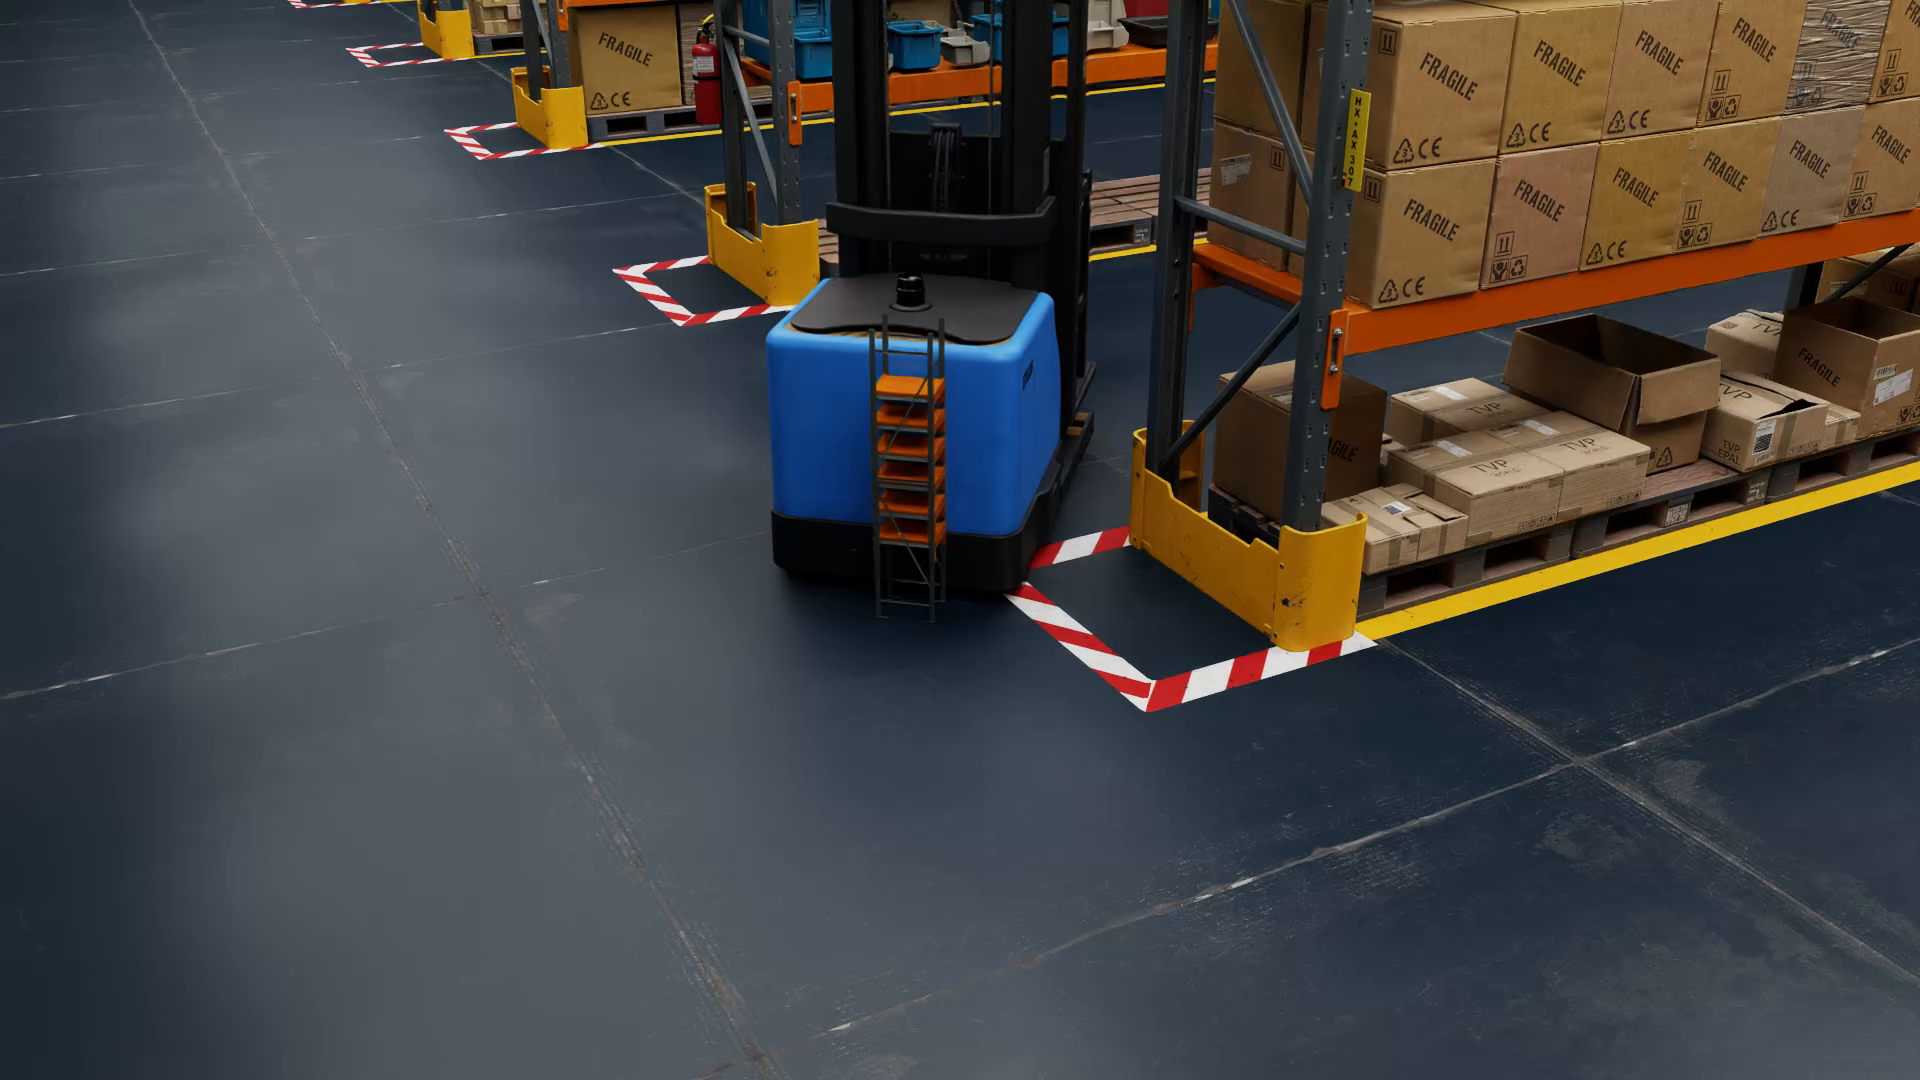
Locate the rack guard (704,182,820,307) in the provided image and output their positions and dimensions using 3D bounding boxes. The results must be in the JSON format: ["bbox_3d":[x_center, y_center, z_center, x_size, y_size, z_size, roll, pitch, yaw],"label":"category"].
[{"bbox_3d":[-1.273,-1.911,10.652,0.348,0.500,1.175,-13,29,-25],"label":"rack guard"}]

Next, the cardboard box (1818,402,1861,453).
[{"bbox_3d":[3.927,-0.559,7.735,0.250,0.149,0.380,-13,29,-25],"label":"cardboard box"}]

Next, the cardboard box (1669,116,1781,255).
[{"bbox_3d":[2.924,-1.499,6.792,0.500,0.500,0.500,-13,28,-24],"label":"cardboard box"}]

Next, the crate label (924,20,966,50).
[{"bbox_3d":[-0.127,-3.311,10.915,0.243,0.136,0.396,-13,29,-25],"label":"crate label"}]

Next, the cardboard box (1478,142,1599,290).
[{"bbox_3d":[2.038,-1.297,6.370,0.500,0.500,0.500,-13,29,-26],"label":"cardboard box"}]

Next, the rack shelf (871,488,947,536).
[{"bbox_3d":[-0.196,-0.111,6.475,0.258,0.103,0.180,6,26,11],"label":"rack shelf"}]

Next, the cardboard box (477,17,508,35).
[{"bbox_3d":[-5.221,-5.743,18.554,0.250,0.149,0.380,-12,28,-24],"label":"cardboard box"}]

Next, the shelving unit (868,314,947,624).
[{"bbox_3d":[-0.196,-0.259,6.404,0.258,1.200,0.189,6,26,11],"label":"shelving unit"}]

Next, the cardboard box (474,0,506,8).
[{"bbox_3d":[-5.212,-6.003,18.409,0.250,0.149,0.380,-14,29,-27],"label":"cardboard box"}]

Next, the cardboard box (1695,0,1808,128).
[{"bbox_3d":[2.934,-1.954,6.583,0.500,0.500,0.500,-13,29,-26],"label":"cardboard box"}]

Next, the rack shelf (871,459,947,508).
[{"bbox_3d":[-0.196,-0.219,6.423,0.258,0.103,0.180,6,26,11],"label":"rack shelf"}]

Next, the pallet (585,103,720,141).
[{"bbox_3d":[-2.920,-3.875,15.077,1.213,0.211,1.003,-13,29,-25],"label":"pallet"}]

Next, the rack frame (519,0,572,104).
[{"bbox_3d":[-3.589,-4.939,14.072,0.127,3.000,1.000,-13,29,-25],"label":"rack frame"}]

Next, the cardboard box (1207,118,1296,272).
[{"bbox_3d":[1.336,-1.395,6.575,0.500,0.500,0.500,-12,28,-24],"label":"cardboard box"}]

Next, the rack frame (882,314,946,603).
[{"bbox_3d":[-0.176,-0.298,6.485,0.240,1.200,0.006,6,26,11],"label":"rack frame"}]

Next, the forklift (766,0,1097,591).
[{"bbox_3d":[0.048,-1.731,7.470,1.130,2.935,3.031,6,26,11],"label":"forklift"}]

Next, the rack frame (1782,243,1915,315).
[{"bbox_3d":[4.599,-1.970,7.887,0.127,3.000,1.000,-13,29,-25],"label":"rack frame"}]

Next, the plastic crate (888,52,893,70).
[{"bbox_3d":[-0.564,-2.914,10.089,0.298,0.136,0.250,-13,29,-25],"label":"plastic crate"}]

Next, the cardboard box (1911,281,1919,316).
[{"bbox_3d":[5.140,-1.047,8.344,0.500,0.500,0.500,-14,29,-27],"label":"cardboard box"}]

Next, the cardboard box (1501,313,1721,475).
[{"bbox_3d":[2.943,-0.658,7.531,0.637,0.503,0.797,-13,29,-25],"label":"cardboard box"}]

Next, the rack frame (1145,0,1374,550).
[{"bbox_3d":[1.069,-1.155,6.190,0.127,3.000,1.000,-13,29,-25],"label":"rack frame"}]

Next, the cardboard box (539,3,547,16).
[{"bbox_3d":[-4.808,-6.019,18.785,0.250,0.149,0.380,-13,28,-24],"label":"cardboard box"}]

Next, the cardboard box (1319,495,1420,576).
[{"bbox_3d":[1.600,-0.022,6.616,0.250,0.149,0.380,-13,29,-25],"label":"cardboard box"}]

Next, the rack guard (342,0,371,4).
[{"bbox_3d":[-8.273,-7.592,22.485,0.348,0.500,1.175,-13,29,-25],"label":"rack guard"}]

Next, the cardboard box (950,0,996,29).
[{"bbox_3d":[0.496,-5.123,16.425,0.875,0.875,1.225,-13,29,-25],"label":"cardboard box"}]

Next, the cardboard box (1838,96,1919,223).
[{"bbox_3d":[3.824,-1.710,7.229,0.500,0.500,0.500,-12,28,-24],"label":"cardboard box"}]

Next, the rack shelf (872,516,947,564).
[{"bbox_3d":[-0.196,-0.003,6.527,0.258,0.103,0.180,6,26,11],"label":"rack shelf"}]

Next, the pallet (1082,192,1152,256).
[{"bbox_3d":[0.563,-2.190,11.568,1.213,0.211,1.003,-13,29,-25],"label":"pallet"}]

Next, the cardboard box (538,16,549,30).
[{"bbox_3d":[-4.813,-5.880,18.841,0.250,0.149,0.380,-13,28,-25],"label":"cardboard box"}]

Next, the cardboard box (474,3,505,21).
[{"bbox_3d":[-5.251,-5.901,18.540,0.250,0.149,0.380,-12,28,-23],"label":"cardboard box"}]

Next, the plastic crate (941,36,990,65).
[{"bbox_3d":[0.035,-3.052,10.377,0.298,0.136,0.250,-13,29,-25],"label":"plastic crate"}]

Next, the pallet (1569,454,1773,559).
[{"bbox_3d":[2.914,-0.323,7.679,1.213,0.211,1.003,-13,29,-25],"label":"pallet"}]

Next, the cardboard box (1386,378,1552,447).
[{"bbox_3d":[2.285,-0.501,7.496,0.500,0.250,0.500,-13,29,-25],"label":"cardboard box"}]

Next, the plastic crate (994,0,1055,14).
[{"bbox_3d":[0.433,-3.515,11.230,0.300,0.233,0.416,-13,29,-25],"label":"plastic crate"}]

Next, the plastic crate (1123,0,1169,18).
[{"bbox_3d":[1.365,-3.832,11.623,0.583,0.464,0.402,-13,29,-25],"label":"plastic crate"}]

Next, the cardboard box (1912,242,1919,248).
[{"bbox_3d":[5.339,-1.349,8.973,0.500,0.500,0.500,-13,29,-25],"label":"cardboard box"}]

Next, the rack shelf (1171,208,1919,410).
[{"bbox_3d":[2.834,-1.238,7.194,4.000,0.370,1.077,-13,29,-25],"label":"rack shelf"}]

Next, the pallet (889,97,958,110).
[{"bbox_3d":[-0.767,-4.372,16.112,1.213,0.211,1.003,-13,29,-25],"label":"pallet"}]

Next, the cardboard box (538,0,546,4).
[{"bbox_3d":[-4.742,-6.108,18.627,0.250,0.149,0.380,-13,29,-25],"label":"cardboard box"}]

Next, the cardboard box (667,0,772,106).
[{"bbox_3d":[-2.259,-4.517,15.162,0.875,0.875,0.875,-13,29,-25],"label":"cardboard box"}]

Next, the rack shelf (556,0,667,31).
[{"bbox_3d":[-1.824,-5.022,15.076,4.000,0.370,1.077,-13,29,-25],"label":"rack shelf"}]

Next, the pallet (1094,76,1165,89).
[{"bbox_3d":[1.664,-4.933,17.280,1.213,0.211,1.003,-13,29,-25],"label":"pallet"}]

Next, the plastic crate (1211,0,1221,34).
[{"bbox_3d":[2.020,-3.657,11.350,0.575,0.384,0.392,-13,29,-25],"label":"plastic crate"}]

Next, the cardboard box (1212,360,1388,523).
[{"bbox_3d":[1.433,-0.431,7.063,0.500,0.500,0.500,-13,29,-25],"label":"cardboard box"}]

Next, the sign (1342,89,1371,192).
[{"bbox_3d":[1.325,-1.338,5.571,0.005,0.325,0.100,-13,29,-25],"label":"sign"}]

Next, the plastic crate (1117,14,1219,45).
[{"bbox_3d":[1.410,-3.435,11.187,0.590,0.125,0.437,-13,29,-25],"label":"plastic crate"}]

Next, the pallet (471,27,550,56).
[{"bbox_3d":[-5.033,-5.764,19.012,1.213,0.211,1.003,-13,29,-25],"label":"pallet"}]

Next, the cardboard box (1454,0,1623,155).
[{"bbox_3d":[2.043,-1.750,6.158,0.500,0.500,0.500,-13,28,-25],"label":"cardboard box"}]

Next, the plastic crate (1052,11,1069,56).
[{"bbox_3d":[0.541,-3.253,10.684,0.300,0.233,0.416,-13,29,-25],"label":"plastic crate"}]

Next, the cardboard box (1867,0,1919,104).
[{"bbox_3d":[3.824,-2.158,7.009,0.500,0.500,0.500,-14,29,-26],"label":"cardboard box"}]

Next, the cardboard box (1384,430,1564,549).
[{"bbox_3d":[2.124,-0.218,6.907,0.500,0.250,0.500,-13,29,-25],"label":"cardboard box"}]

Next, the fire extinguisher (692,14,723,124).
[{"bbox_3d":[-1.605,-2.987,10.527,0.183,0.674,0.296,-13,29,-25],"label":"fire extinguisher"}]
